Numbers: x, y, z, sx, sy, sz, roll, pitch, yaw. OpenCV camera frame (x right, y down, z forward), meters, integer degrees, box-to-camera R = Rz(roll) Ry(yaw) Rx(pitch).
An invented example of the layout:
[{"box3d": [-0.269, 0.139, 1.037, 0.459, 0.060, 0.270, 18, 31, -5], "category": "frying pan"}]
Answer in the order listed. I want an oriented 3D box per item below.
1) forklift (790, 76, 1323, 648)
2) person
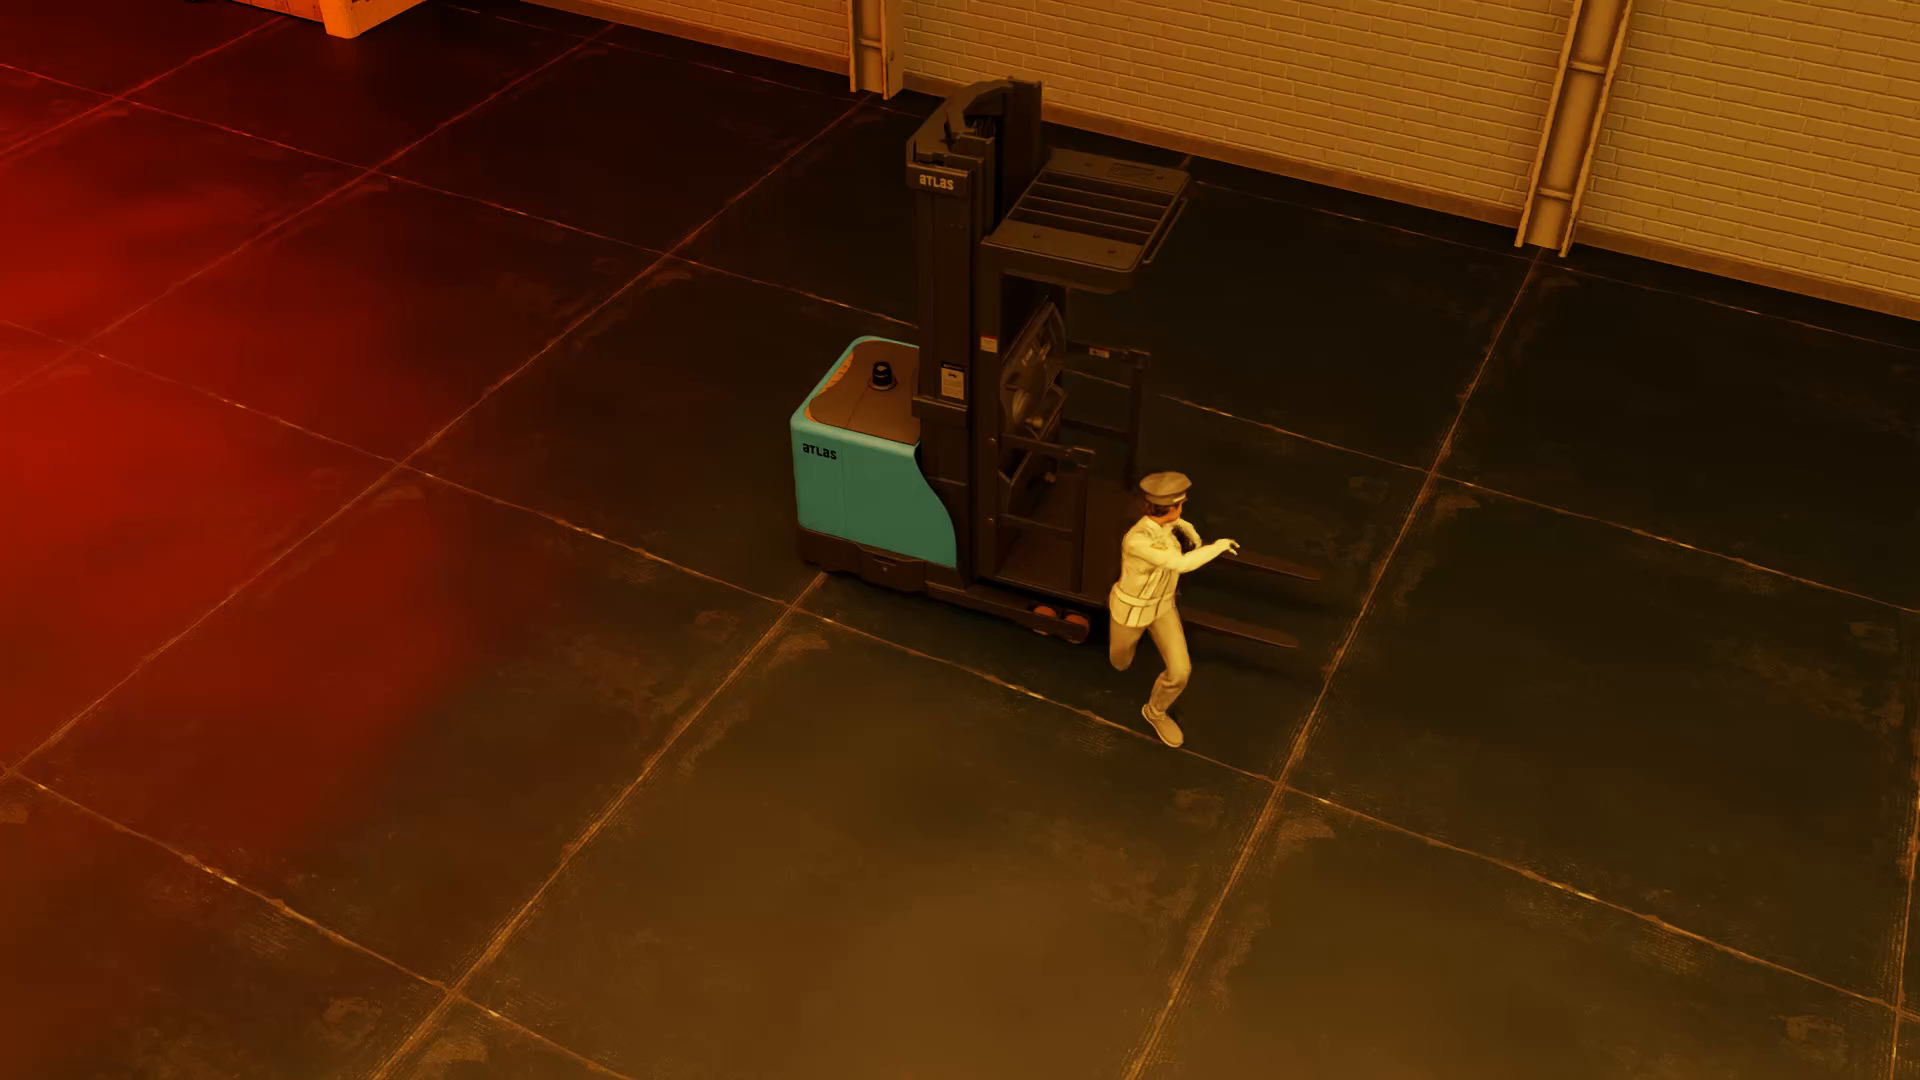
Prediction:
[{"box3d": [0.587, -0.918, 9.077, 3.031, 2.935, 1.130, 14, 42, 17], "category": "forklift"}, {"box3d": [1.128, 0.259, 8.833, 0.743, 1.411, 0.933, -17, 43, -19], "category": "person"}]
